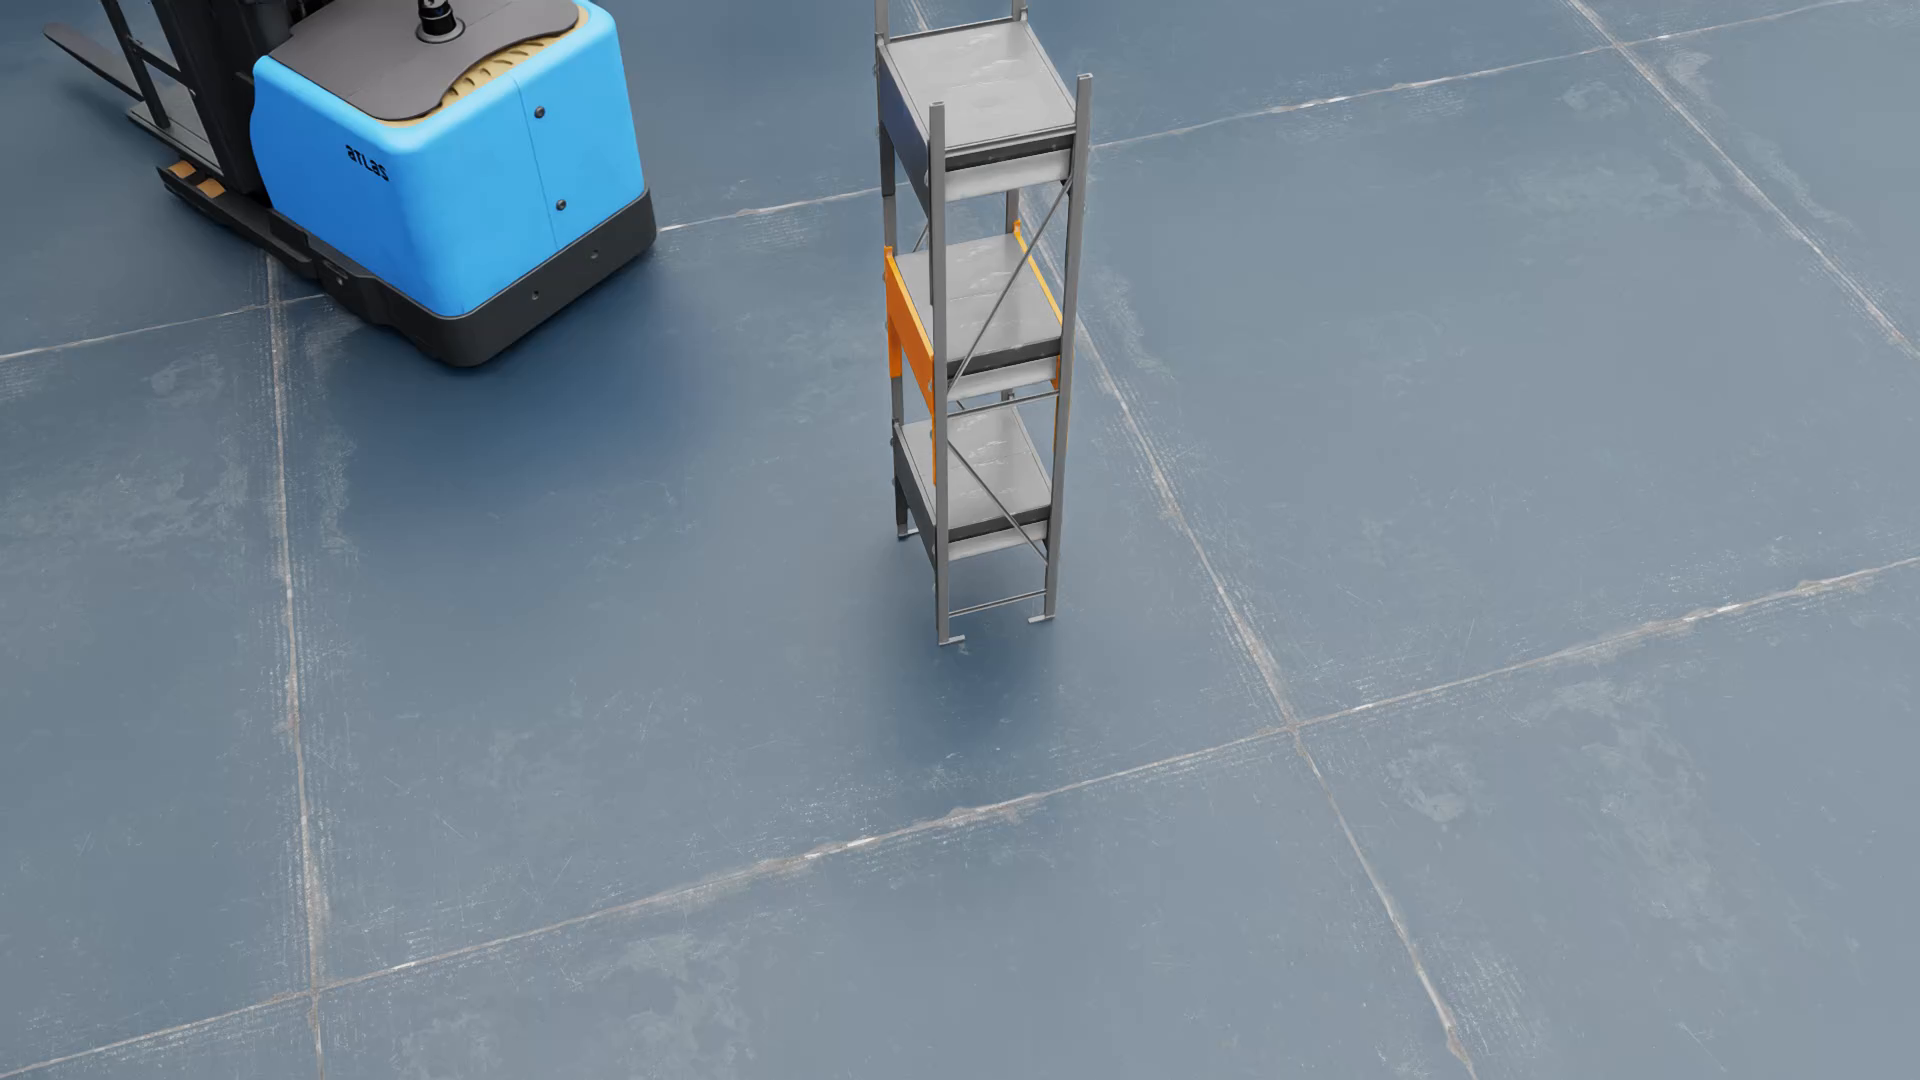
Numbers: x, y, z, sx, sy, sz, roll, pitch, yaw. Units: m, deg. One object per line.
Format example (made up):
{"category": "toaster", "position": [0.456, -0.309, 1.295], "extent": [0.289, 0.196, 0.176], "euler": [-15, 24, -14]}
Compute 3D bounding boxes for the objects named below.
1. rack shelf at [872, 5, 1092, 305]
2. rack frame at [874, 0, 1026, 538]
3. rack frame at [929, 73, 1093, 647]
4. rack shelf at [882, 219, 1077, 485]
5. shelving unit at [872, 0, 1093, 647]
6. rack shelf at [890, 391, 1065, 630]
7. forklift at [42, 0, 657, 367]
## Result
{"category": "rack shelf", "position": [0.049, -0.998, 4.321], "extent": [0.431, 0.518, 0.480], "euler": [-13, 51, -11]}
{"category": "rack frame", "position": [-0.023, -0.734, 4.996], "extent": [0.400, 2.100, 0.015], "euler": [-13, 51, -11]}
{"category": "rack frame", "position": [0.121, -0.378, 4.695], "extent": [0.400, 2.100, 0.015], "euler": [-13, 51, -11]}
{"category": "rack shelf", "position": [0.049, -0.547, 4.856], "extent": [0.431, 0.518, 0.480], "euler": [-13, 51, -11]}
{"category": "shelving unit", "position": [0.049, -0.556, 4.845], "extent": [0.431, 2.100, 0.503], "euler": [-13, 51, -11]}
{"category": "rack shelf", "position": [0.049, -0.096, 5.391], "extent": [0.431, 0.518, 0.480], "euler": [-13, 51, -11]}
{"category": "forklift", "position": [-2.684, -2.547, 5.980], "extent": [3.031, 2.935, 1.130], "euler": [32, 57, 24]}
